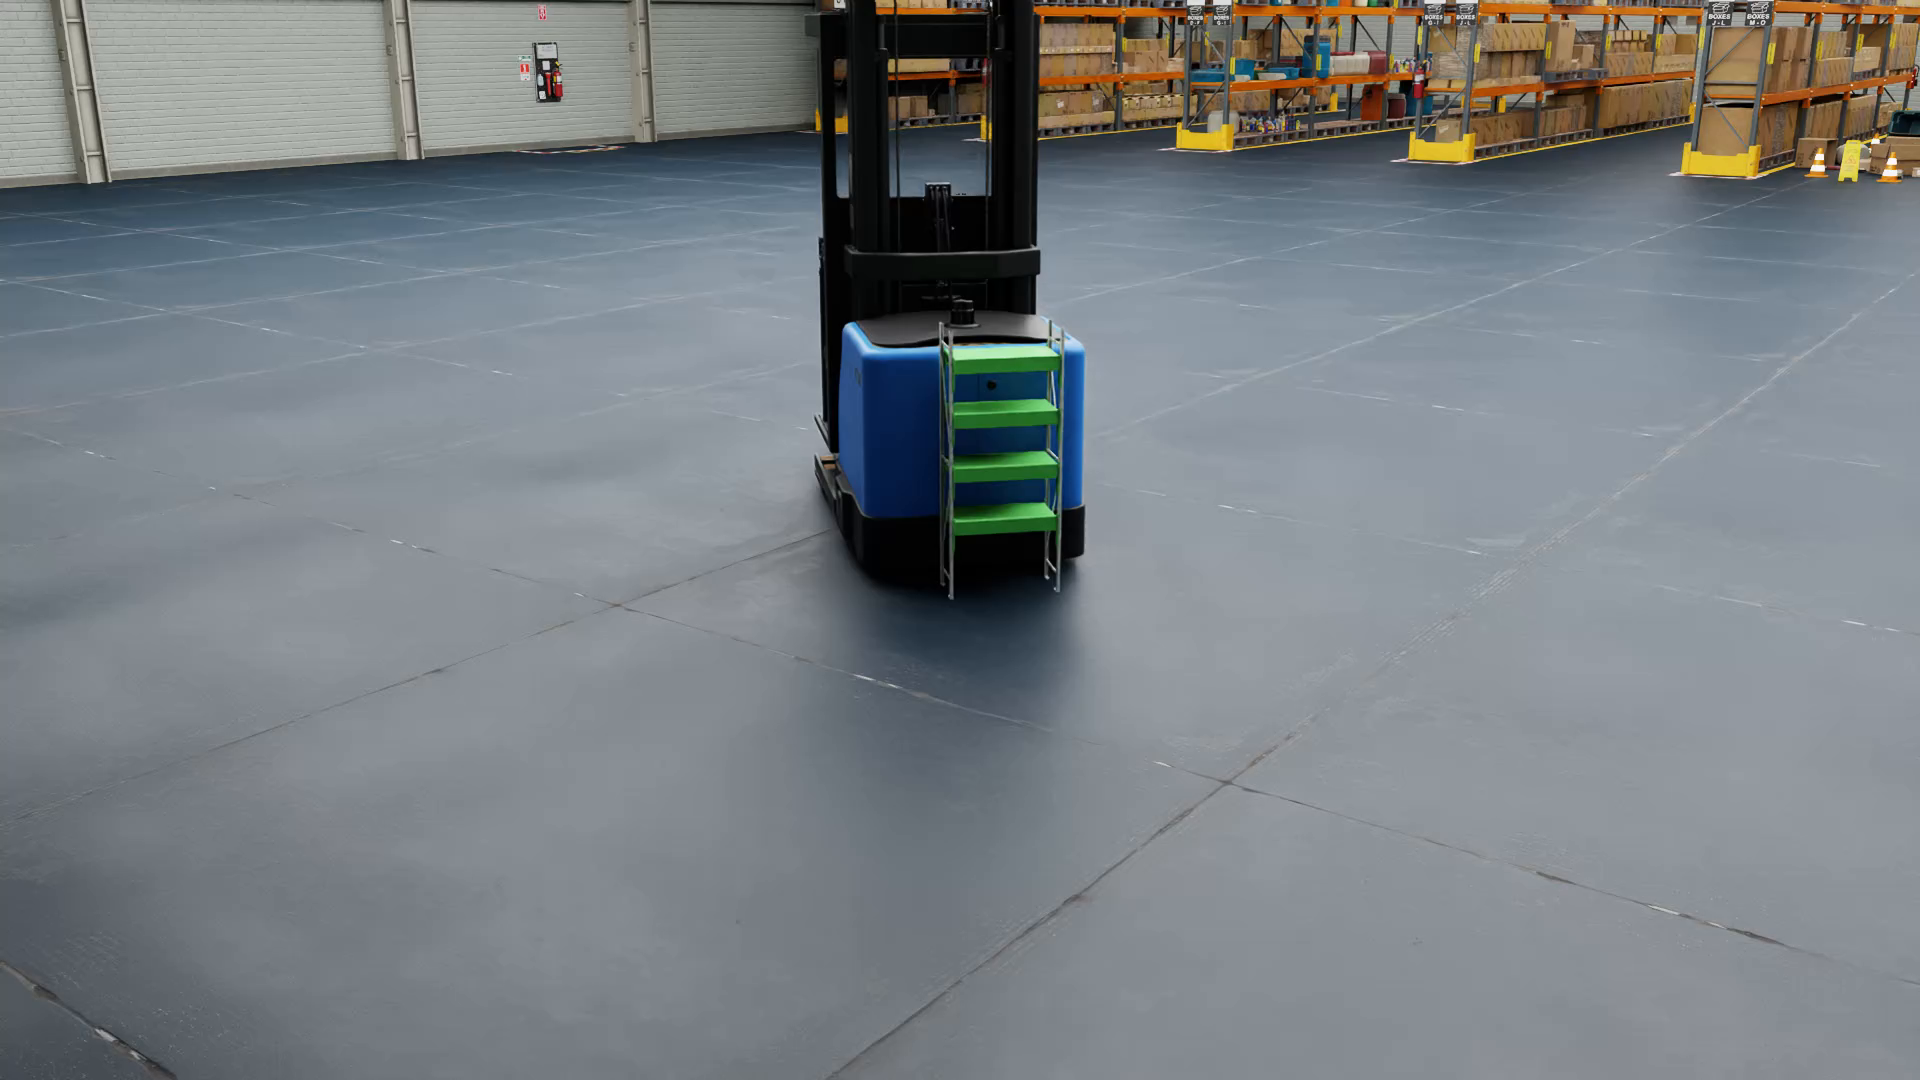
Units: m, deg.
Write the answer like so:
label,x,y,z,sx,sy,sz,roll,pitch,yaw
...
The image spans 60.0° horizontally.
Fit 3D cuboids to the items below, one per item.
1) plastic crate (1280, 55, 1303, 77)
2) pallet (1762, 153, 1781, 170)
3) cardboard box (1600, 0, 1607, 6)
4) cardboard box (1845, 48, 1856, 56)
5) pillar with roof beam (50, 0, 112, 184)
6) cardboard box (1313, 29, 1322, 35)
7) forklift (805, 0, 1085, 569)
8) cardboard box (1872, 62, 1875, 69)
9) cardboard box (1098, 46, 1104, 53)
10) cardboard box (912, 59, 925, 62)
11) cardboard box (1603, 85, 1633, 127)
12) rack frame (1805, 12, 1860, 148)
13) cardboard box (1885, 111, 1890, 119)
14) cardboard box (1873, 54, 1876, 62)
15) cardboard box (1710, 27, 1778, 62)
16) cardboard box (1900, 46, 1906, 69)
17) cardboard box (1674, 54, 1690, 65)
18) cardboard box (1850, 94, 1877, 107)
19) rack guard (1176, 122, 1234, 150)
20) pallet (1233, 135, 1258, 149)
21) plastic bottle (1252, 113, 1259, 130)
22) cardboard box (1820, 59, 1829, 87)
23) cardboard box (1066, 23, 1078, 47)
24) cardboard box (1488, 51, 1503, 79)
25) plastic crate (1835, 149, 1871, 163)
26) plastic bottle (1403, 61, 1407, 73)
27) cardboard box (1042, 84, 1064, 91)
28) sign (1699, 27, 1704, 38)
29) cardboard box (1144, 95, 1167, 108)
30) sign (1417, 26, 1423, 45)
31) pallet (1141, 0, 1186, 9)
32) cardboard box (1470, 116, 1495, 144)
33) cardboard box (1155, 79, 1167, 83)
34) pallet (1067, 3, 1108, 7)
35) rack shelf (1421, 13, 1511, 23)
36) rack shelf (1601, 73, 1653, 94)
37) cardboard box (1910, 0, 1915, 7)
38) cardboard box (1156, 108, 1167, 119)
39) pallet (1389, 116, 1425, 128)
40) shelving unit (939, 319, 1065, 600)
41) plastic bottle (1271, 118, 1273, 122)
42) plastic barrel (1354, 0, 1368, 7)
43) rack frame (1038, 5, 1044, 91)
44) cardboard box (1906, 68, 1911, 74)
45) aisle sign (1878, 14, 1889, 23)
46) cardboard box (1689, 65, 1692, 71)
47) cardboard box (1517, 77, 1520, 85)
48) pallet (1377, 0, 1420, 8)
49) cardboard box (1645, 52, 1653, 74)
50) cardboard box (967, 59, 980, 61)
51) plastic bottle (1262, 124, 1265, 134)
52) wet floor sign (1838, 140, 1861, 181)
label,x,y,z,sx,sy,sz,roll,pitch,yaw
plastic crate,7.425,-10.577,37.139,0.402,0.464,0.583,12,21,35
pallet,14.040,-6.811,29.820,1.003,0.211,1.213,12,21,35
cardboard box,13.657,-11.659,35.925,0.500,0.250,0.500,12,21,35
cardboard box,18.255,-10.059,34.291,0.380,0.149,0.250,12,21,33
pillar with roof beam,-10.503,-9.312,23.056,9.100,9.000,0.400,12,21,35
cardboard box,9.906,-14.237,47.179,0.500,0.500,0.500,13,22,36
forklift,-0.197,-1.662,8.654,1.130,2.935,3.031,-3,18,-10
cardboard box,19.667,-10.337,36.188,0.380,0.149,0.250,12,21,35
cardboard box,3.113,-11.387,38.592,0.380,0.149,0.250,12,21,33
cardboard box,-1.209,-12.019,40.843,0.500,0.500,0.500,12,21,33
cardboard box,14.708,-10.012,38.302,1.225,0.875,0.875,12,21,35
rack frame,17.666,-9.554,33.952,1.000,3.000,0.127,12,21,35
cardboard box,21.265,-9.832,38.446,0.380,0.149,0.250,12,21,34
cardboard box,19.665,-10.478,36.142,0.380,0.149,0.250,14,22,37
cardboard box,13.152,-8.318,27.897,0.875,0.550,0.550,12,21,35
cardboard box,21.461,-11.136,38.375,0.500,0.500,0.500,14,22,37
cardboard box,18.131,-12.148,42.055,0.500,0.250,0.500,12,21,34
cardboard box,19.809,-9.650,36.502,0.500,0.250,0.500,12,21,33
rack guard,5.006,-8.257,33.991,1.175,0.500,0.348,12,21,35
pallet,5.494,-8.312,34.653,1.003,0.211,1.213,12,21,35
plastic bottle,6.455,-9.158,36.403,0.144,0.351,0.185,11,21,32
cardboard box,16.112,-8.847,31.507,0.500,0.500,0.500,13,21,35
cardboard box,2.250,-11.455,37.718,0.700,0.500,0.500,12,21,35
cardboard box,9.860,-9.117,31.874,0.875,0.500,0.500,12,21,35
plastic crate,16.231,-7.013,30.414,0.662,0.188,0.450,-7,9,-22
plastic bottle,10.812,-11.509,40.444,0.061,0.283,0.133,12,21,35
cardboard box,2.352,-12.407,46.054,0.750,0.750,0.750,12,21,34
sign,18.937,-12.927,42.462,0.100,0.325,0.005,12,21,35
cardboard box,4.767,-10.829,41.042,0.500,0.311,0.500,13,22,36
sign,8.542,-9.356,30.829,0.100,0.325,0.005,12,21,35
pallet,4.793,-13.104,40.644,1.003,0.211,1.213,14,22,37
cardboard box,10.079,-7.996,32.442,0.500,0.500,0.500,15,23,40
cardboard box,6.157,-13.994,50.664,0.380,0.149,0.250,13,22,36
pallet,3.685,-15.147,47.228,0.805,0.209,1.217,11,21,33
rack shelf,13.340,-13.848,43.934,1.077,0.370,4.000,12,21,35
rack shelf,14.935,-10.588,38.493,1.077,0.370,4.000,12,21,35
cardboard box,21.469,-12.297,37.979,0.500,0.250,0.500,14,22,37
cardboard box,4.761,-10.560,41.118,0.500,0.250,0.500,13,21,36
pallet,10.929,-10.483,41.644,1.003,0.211,1.213,12,21,35
shelving unit,0.180,-0.356,7.366,0.503,1.200,0.258,-3,18,-11
plastic bottle,6.737,-8.944,35.825,0.061,0.283,0.133,12,21,35
plastic barrel,9.195,-12.352,38.138,0.301,0.262,0.301,0,17,0
rack frame,1.809,-13.081,45.308,1.000,3.000,0.127,12,21,35
cardboard box,22.466,-11.212,39.714,0.380,0.149,0.250,12,21,35
aisle sign,22.235,-12.772,39.929,0.394,0.787,0.004,12,21,35
cardboard box,18.408,-12.035,42.364,0.380,0.149,0.250,13,21,35
cardboard box,10.799,-9.057,32.774,0.380,0.149,0.250,12,21,35
pallet,10.299,-12.837,39.785,1.003,0.211,1.213,12,21,35
cardboard box,16.067,-11.296,39.391,0.500,0.500,0.500,12,21,35
cardboard box,0.095,-12.633,42.955,0.700,0.500,0.500,15,23,40
plastic bottle,6.391,-8.700,35.177,0.097,0.201,0.097,0,17,0
wet floor sign,14.472,-6.168,27.017,0.267,0.644,0.232,8,19,25
